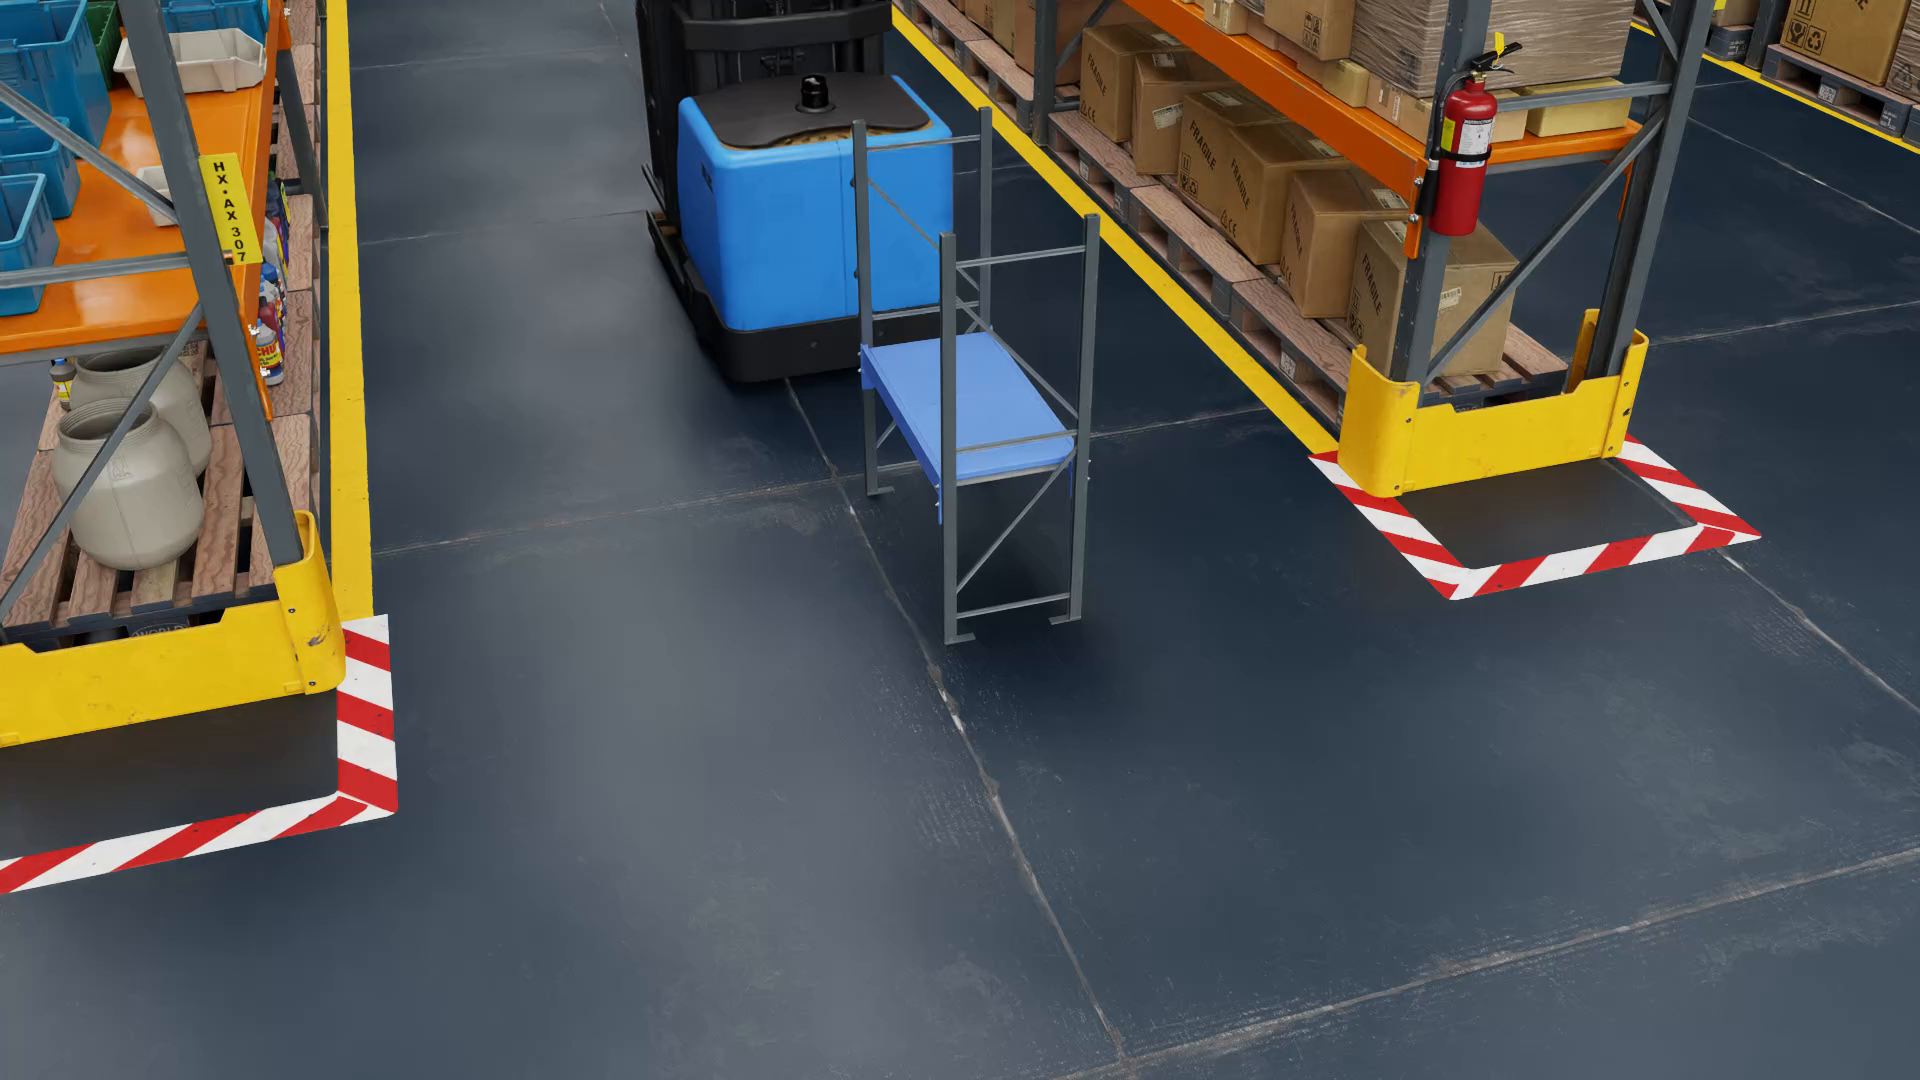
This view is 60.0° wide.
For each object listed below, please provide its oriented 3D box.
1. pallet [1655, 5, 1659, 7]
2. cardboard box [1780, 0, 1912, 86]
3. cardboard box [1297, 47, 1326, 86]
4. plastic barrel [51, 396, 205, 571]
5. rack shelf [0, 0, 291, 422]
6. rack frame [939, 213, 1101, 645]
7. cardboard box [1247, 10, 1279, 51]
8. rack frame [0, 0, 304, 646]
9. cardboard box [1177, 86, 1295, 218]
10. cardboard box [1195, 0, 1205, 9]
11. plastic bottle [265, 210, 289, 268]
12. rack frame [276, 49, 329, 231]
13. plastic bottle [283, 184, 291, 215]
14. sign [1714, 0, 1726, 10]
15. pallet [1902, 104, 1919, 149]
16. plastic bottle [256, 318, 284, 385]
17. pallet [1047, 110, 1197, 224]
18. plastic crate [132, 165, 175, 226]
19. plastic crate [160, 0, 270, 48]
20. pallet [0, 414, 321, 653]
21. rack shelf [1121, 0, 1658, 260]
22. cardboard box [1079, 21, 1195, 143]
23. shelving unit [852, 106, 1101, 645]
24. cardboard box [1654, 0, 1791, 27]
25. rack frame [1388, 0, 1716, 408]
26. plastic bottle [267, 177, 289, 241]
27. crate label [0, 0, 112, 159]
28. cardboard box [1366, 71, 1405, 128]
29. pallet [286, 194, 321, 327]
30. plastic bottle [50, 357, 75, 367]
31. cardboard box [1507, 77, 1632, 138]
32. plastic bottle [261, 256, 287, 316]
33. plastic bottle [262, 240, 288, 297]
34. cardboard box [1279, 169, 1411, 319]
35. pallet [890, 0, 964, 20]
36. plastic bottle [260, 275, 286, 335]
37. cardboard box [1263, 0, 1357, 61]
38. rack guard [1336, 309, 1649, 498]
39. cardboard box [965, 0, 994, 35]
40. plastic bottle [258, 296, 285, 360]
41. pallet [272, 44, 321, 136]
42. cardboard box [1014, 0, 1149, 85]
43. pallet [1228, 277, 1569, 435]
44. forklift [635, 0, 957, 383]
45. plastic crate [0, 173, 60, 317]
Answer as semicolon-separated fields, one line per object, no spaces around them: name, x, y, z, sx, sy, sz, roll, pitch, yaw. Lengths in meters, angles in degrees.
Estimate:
pallet;4.990;-4.308;12.578;1.003;0.211;1.213;-10;35;-15
cardboard box;5.798;-3.384;10.197;0.875;0.875;0.875;-9;35;-14
cardboard box;1.593;-1.954;6.714;0.380;0.149;0.250;-10;35;-15
plastic barrel;-2.852;-0.193;5.697;0.421;0.512;0.421;0;33;0
rack shelf;-3.188;-1.473;6.411;1.077;0.370;4.000;-10;35;-15
rack frame;0.181;-0.314;5.365;0.500;1.500;0.032;-10;35;-15
cardboard box;1.458;-2.220;7.116;0.380;0.149;0.250;-10;35;-15
rack frame;-2.578;-0.723;4.623;1.000;3.000;0.127;-10;35;-15
cardboard box;1.449;-1.960;8.381;0.500;0.500;0.500;-13;36;-19
cardboard box;1.288;-2.479;7.509;0.380;0.149;0.250;-10;35;-15
plastic bottle;-3.179;-1.405;7.720;0.061;0.283;0.133;-8;34;-12
rack frame;-3.798;-2.823;7.802;1.000;3.000;0.127;-10;35;-15
plastic bottle;-3.391;-1.701;8.243;0.097;0.201;0.097;0;33;0
sign;2.655;-2.009;5.783;0.100;0.325;0.005;-10;35;-15
pallet;6.206;-2.220;9.418;1.003;0.211;1.213;-10;35;-15
plastic bottle;-2.834;-0.773;6.774;0.097;0.271;0.097;0;33;0
pallet;1.157;-2.146;9.306;1.003;0.211;1.213;-10;35;-15
plastic crate;-2.545;-1.137;5.489;0.298;0.136;0.250;-10;35;-15
plastic crate;-3.202;-2.226;7.032;0.499;0.251;0.616;-10;35;-15
pallet;-2.889;-0.019;6.087;1.003;0.211;1.213;-10;35;-15
rack shelf;1.529;-2.306;7.671;1.077;0.370;4.000;-10;35;-15
cardboard box;1.003;-2.572;9.307;0.500;0.500;0.500;-11;35;-16
shelving unit;0.026;-0.581;5.769;0.538;1.500;1.048;-10;35;-15
cardboard box;5.398;-3.985;11.219;1.050;0.750;0.750;-10;35;-15
rack frame;2.139;-1.556;5.884;1.000;3.000;0.127;-10;35;-15
plastic bottle;-3.327;-1.612;7.972;0.144;0.351;0.185;-11;35;-16
crate label;-3.397;-1.659;6.007;0.502;0.435;0.616;-10;35;-15
cardboard box;1.780;-1.697;6.326;0.380;0.149;0.250;-10;35;-15
pallet;-3.633;-1.300;8.026;1.003;0.211;1.213;-10;35;-15
plastic bottle;-3.609;-0.722;6.687;0.061;0.283;0.133;-9;35;-14
cardboard box;2.279;-1.641;6.240;0.380;0.149;0.250;-10;35;-15
plastic bottle;-3.031;-1.112;7.287;0.097;0.271;0.097;0;33;0
plastic bottle;-3.124;-1.224;7.454;0.152;0.276;0.135;-9;35;-14
cardboard box;1.749;-1.327;7.424;0.500;0.500;0.500;-1;33;-2
pallet;-0.065;-4.182;12.388;1.003;0.211;1.213;-10;35;-15
plastic bottle;-2.969;-1.005;7.126;0.097;0.271;0.097;0;33;0
cardboard box;1.730;-2.258;6.585;0.875;0.500;0.500;-10;35;-15
rack guard;2.116;-0.553;6.633;1.175;0.500;0.348;-10;35;-15
cardboard box;0.453;-3.670;10.951;0.700;0.500;0.500;-13;36;-19
plastic bottle;-2.886;-0.900;6.955;0.061;0.283;0.133;-9;35;-14
pallet;-4.451;-2.707;10.156;1.003;0.211;1.213;-10;35;-15
cardboard box;0.752;-3.123;10.123;0.700;0.500;0.500;-13;36;-18
pallet;1.901;-0.865;7.368;1.003;0.211;1.213;-10;35;-15
forklift;-0.968;-2.706;7.686;1.130;2.935;3.031;-11;35;-16
plastic crate;-3.016;-0.874;4.986;0.499;0.251;0.616;-10;35;-15
